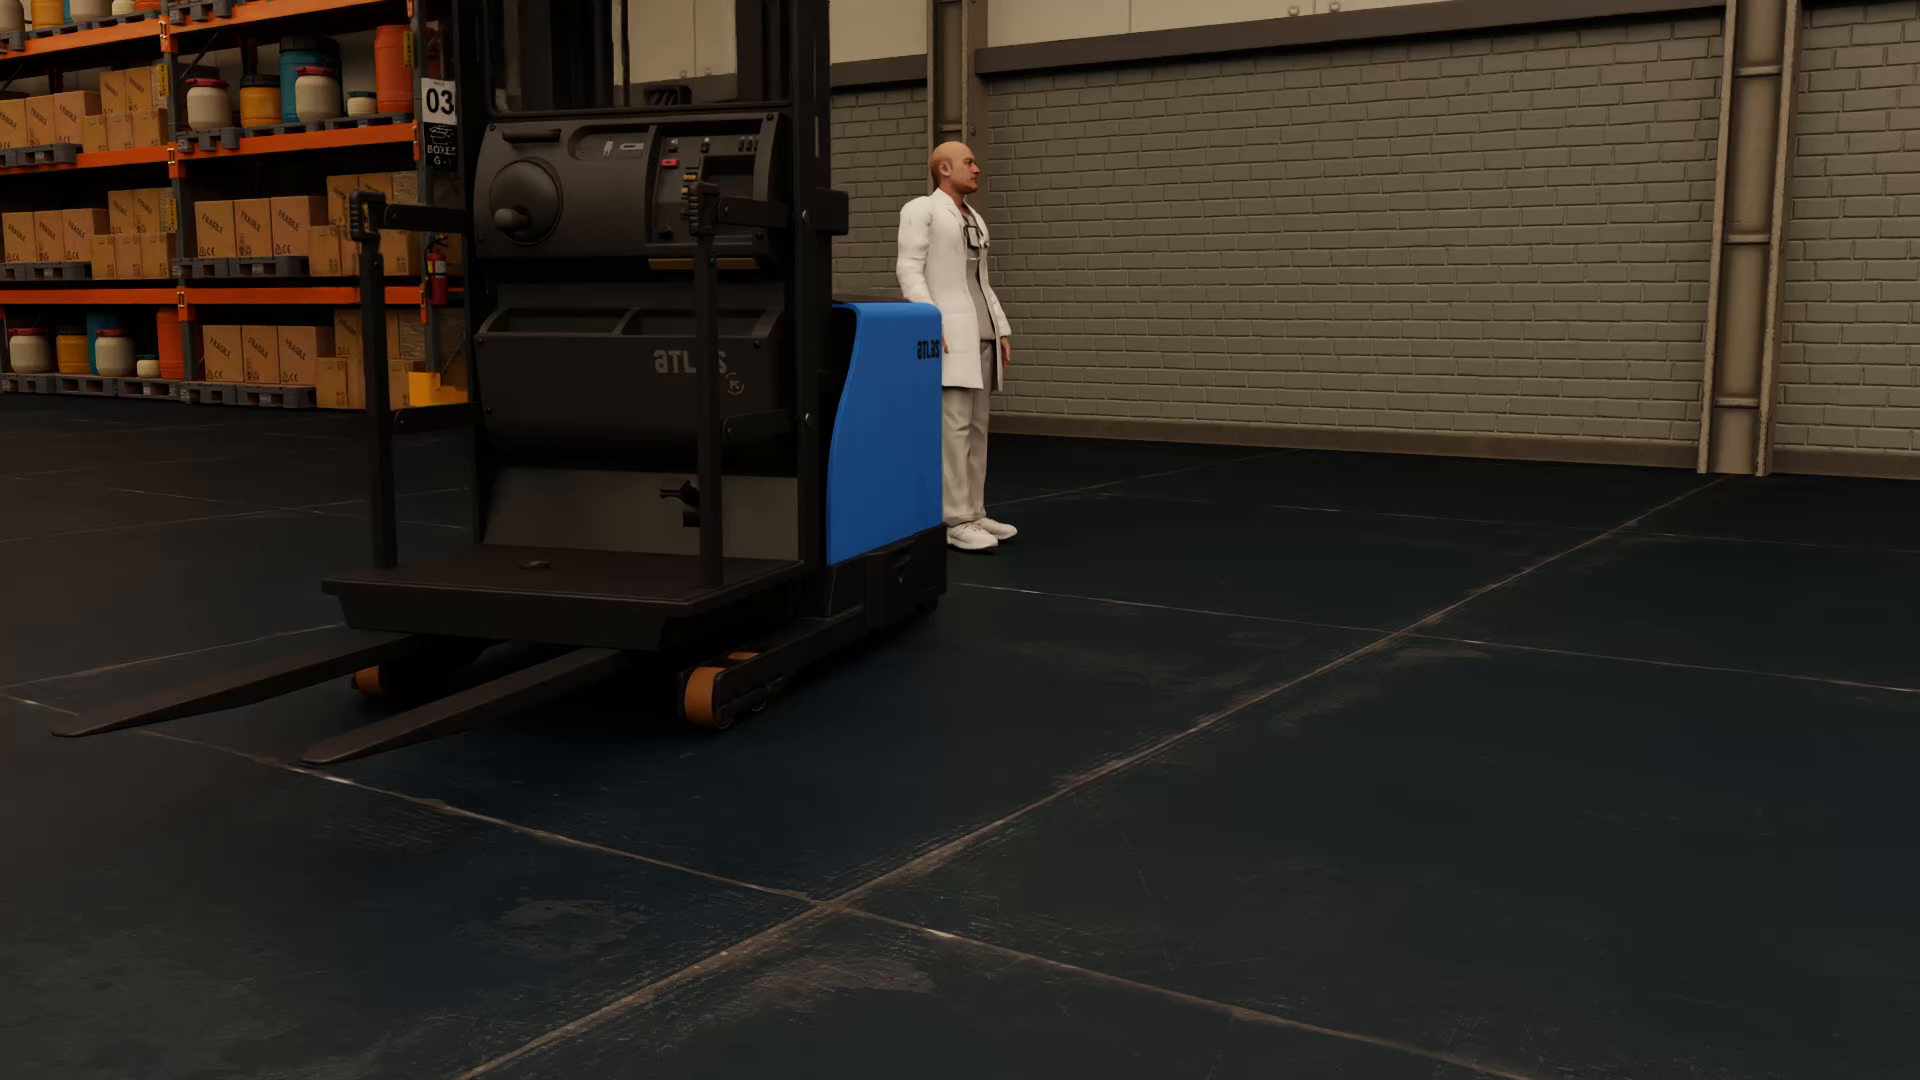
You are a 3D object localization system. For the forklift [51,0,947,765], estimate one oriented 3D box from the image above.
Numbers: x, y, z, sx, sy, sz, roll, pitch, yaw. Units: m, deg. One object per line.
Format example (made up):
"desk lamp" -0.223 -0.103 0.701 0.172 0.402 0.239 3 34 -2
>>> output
"forklift" -1.008 -1.032 4.452 1.130 2.935 3.031 3 9 19

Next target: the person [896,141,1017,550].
"person" 0.074 -0.880 7.424 0.578 1.777 0.698 5 10 34
